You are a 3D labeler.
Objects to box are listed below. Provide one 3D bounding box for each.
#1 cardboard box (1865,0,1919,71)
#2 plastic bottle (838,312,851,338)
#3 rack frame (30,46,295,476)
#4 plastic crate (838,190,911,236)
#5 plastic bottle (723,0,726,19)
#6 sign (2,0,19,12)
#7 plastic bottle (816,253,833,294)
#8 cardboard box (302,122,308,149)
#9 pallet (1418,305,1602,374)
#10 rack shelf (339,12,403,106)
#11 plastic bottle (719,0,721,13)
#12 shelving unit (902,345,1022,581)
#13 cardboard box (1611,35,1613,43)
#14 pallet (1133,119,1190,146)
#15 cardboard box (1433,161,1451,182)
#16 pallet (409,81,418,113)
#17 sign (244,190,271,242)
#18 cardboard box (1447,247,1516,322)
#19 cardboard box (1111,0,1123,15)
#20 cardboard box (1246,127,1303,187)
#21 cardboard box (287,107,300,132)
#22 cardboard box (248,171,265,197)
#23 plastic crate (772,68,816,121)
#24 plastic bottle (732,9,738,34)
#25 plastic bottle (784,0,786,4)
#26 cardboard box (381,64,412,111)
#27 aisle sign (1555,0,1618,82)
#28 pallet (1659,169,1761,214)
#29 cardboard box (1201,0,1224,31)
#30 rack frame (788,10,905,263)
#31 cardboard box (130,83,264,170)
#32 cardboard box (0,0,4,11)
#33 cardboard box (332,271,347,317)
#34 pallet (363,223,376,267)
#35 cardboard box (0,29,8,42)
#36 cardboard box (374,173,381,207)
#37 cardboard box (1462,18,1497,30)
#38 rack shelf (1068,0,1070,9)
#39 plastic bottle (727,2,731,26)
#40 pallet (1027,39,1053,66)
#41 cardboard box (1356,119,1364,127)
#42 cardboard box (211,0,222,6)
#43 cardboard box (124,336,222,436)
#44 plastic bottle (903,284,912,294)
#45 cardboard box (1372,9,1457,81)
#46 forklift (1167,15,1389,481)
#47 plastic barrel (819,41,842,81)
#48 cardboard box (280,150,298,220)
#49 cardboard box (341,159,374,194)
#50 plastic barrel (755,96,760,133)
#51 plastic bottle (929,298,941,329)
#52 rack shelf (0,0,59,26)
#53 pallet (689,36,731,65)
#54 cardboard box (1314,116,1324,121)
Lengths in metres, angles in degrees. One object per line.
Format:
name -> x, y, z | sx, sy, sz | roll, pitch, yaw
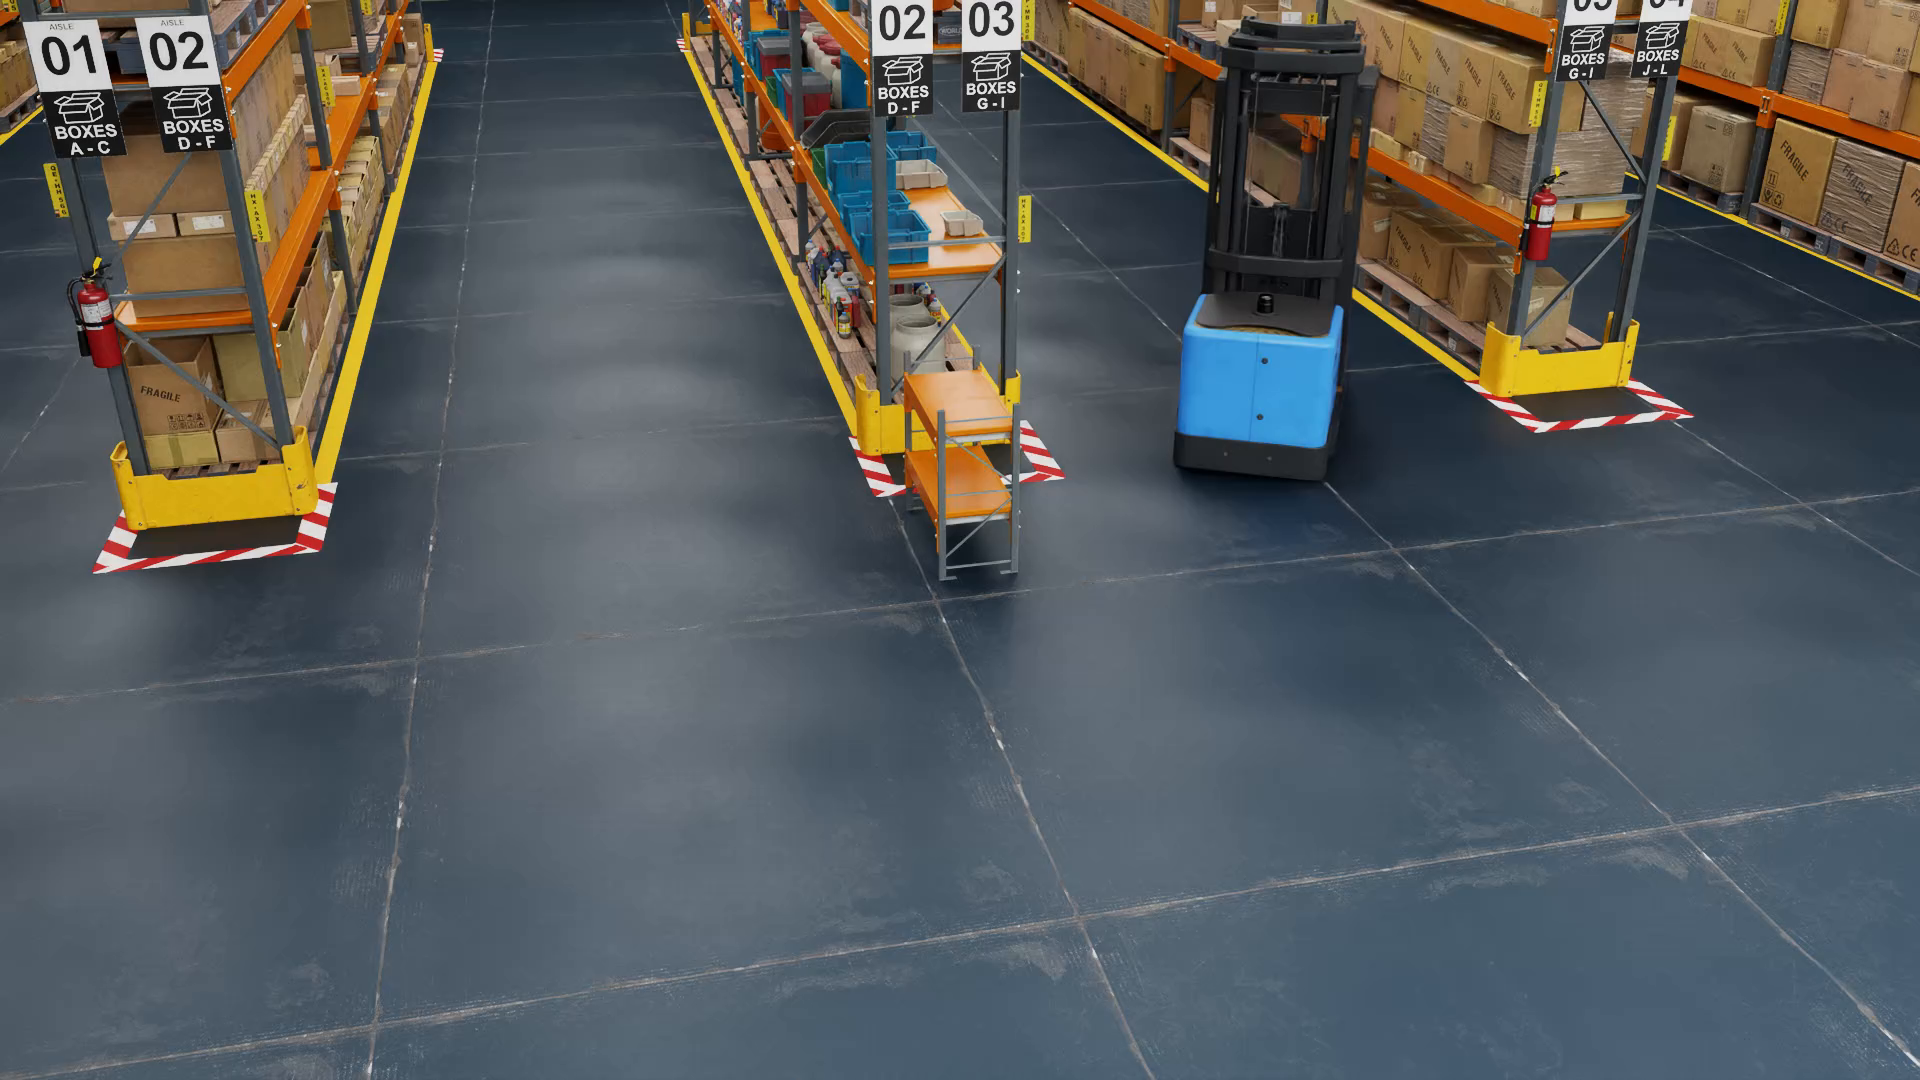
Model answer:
cardboard box -> 8.957, -4.665, 15.298 | 0.875, 0.550, 0.550 | -6, 27, -12
plastic bottle -> -0.938, -1.752, 13.510 | 0.097, 0.201, 0.097 | 0, 27, 0
rack frame -> -4.923, -1.542, 10.477 | 1.000, 3.000, 0.127 | -6, 27, -12
plastic crate -> -0.642, -2.452, 12.444 | 0.499, 0.251, 0.408 | -6, 27, -12
plastic bottle -> -2.859, -6.608, 20.650 | 0.152, 0.276, 0.135 | -6, 27, -12
sign -> -5.455, -3.192, 9.522 | 0.100, 0.325, 0.005 | -6, 27, -12
plastic bottle -> -1.178, -2.334, 14.497 | 0.144, 0.351, 0.185 | -7, 28, -14
cardboard box -> -5.978, -3.443, 14.409 | 0.500, 0.250, 0.500 | -4, 27, -8
pallet -> 4.563, -1.695, 13.874 | 1.003, 0.211, 1.213 | -6, 27, -12
rack shelf -> -7.177, -5.611, 19.336 | 1.077, 0.370, 4.000 | -6, 27, -12
plastic bottle -> -2.985, -6.854, 21.137 | 0.152, 0.276, 0.135 | -6, 27, -12
shelving unit -> -0.002, -0.505, 10.502 | 0.538, 1.125, 1.048 | -6, 27, -12
cardboard box -> 7.737, -6.115, 19.425 | 0.500, 0.500, 0.500 | -6, 27, -12
pallet -> 2.822, -5.167, 20.754 | 1.003, 0.211, 1.213 | -6, 27, -12
cardboard box -> 4.166, -3.086, 13.813 | 0.380, 0.149, 0.250 | -6, 27, -12
pallet -> -7.782, -5.867, 22.140 | 1.003, 0.211, 1.213 | -6, 27, -12
sign -> -4.381, -2.018, 10.370 | 0.100, 0.325, 0.005 | -6, 27, -12
cardboard box -> 4.436, -2.153, 13.994 | 0.500, 0.500, 0.500 | 1, 27, 2
cardboard box -> 2.233, -6.965, 21.110 | 0.500, 0.500, 0.500 | -5, 27, -11
cardboard box -> 3.494, -4.112, 17.853 | 0.700, 0.500, 0.500 | -8, 28, -16
cardboard box -> -5.440, -3.311, 13.151 | 0.380, 0.149, 0.250 | -7, 28, -13
cardboard box -> -4.974, -2.407, 11.359 | 0.380, 0.149, 0.250 | -6, 27, -12
plastic crate -> -1.550, -4.245, 15.849 | 0.392, 0.384, 0.575 | -6, 27, -12
plastic bottle -> -2.664, -6.140, 19.714 | 0.061, 0.283, 0.133 | -6, 27, -12
plastic bottle -> -2.119, -6.573, 20.582 | 0.152, 0.276, 0.135 | -6, 27, -12
cardboard box -> -7.237, -5.703, 21.006 | 0.500, 0.500, 0.500 | -6, 27, -12
aisle sign -> 4.451, -3.649, 11.766 | 0.394, 0.787, 0.004 | -6, 27, -12
pallet -> 8.435, -3.848, 18.140 | 1.003, 0.211, 1.213 | -6, 27, -12
cardboard box -> 3.087, -6.058, 18.846 | 0.500, 0.500, 0.500 | -9, 28, -18
rack frame -> -0.998, -3.800, 14.949 | 1.000, 3.000, 0.127 | -6, 27, -12
cardboard box -> -5.266, -2.847, 11.511 | 0.700, 0.500, 0.500 | -6, 27, -11
cardboard box -> -12.719, -7.000, 20.957 | 0.980, 0.700, 0.700 | -7, 28, -13
cardboard box -> -5.507, -2.077, 14.121 | 0.500, 0.250, 0.500 | -6, 27, -12
pallet -> -6.307, -2.909, 16.280 | 1.003, 0.211, 1.213 | -6, 27, -12
cardboard box -> -13.152, -6.828, 22.537 | 0.380, 0.149, 0.250 | -6, 27, -11
cardboard box -> -6.251, -3.582, 17.103 | 0.500, 0.250, 0.500 | -6, 27, -12
cardboard box -> 4.532, -4.098, 13.989 | 0.500, 0.500, 0.500 | -6, 27, -12
rack shelf -> 1.574, -8.371, 24.805 | 1.077, 0.370, 4.000 | -6, 27, -12
plastic bottle -> -2.786, -6.408, 20.259 | 0.097, 0.271, 0.097 | 0, 27, 0
pallet -> 1.651, -7.448, 25.272 | 1.003, 0.211, 1.213 | -6, 27, -12
cardboard box -> 3.947, -4.053, 15.010 | 0.875, 0.500, 0.500 | -6, 27, -12
cardboard box -> -5.017, -3.554, 10.790 | 0.380, 0.149, 0.250 | -6, 27, -12
cardboard box -> -5.334, -1.042, 11.239 | 0.500, 0.500, 0.500 | -6, 27, -12
plastic bottle -> -0.423, -2.229, 14.371 | 0.152, 0.276, 0.135 | -5, 27, -11
cardboard box -> 3.907, -4.264, 14.318 | 0.500, 0.500, 0.500 | -6, 27, -12
forklift -> 2.422, -2.354, 12.161 | 1.130, 2.935, 3.031 | 9, 28, 17
plastic barrel -> -1.165, -4.625, 16.433 | 0.433, 0.535, 0.433 | 0, 27, 0
cardboard box -> -5.484, -2.697, 12.654 | 0.700, 0.500, 0.500 | -6, 27, -11
cardboard box -> -6.134, -3.610, 16.537 | 0.500, 0.311, 0.500 | -6, 27, -12
plastic barrel -> -2.241, -5.084, 19.789 | 0.421, 0.512, 0.421 | 0, 27, 0
plastic bottle -> -0.202, -1.850, 13.625 | 0.097, 0.271, 0.097 | 0, 27, 0
rack shelf -> -12.904, -6.862, 21.815 | 1.077, 0.370, 4.000 | -6, 27, -12
pallet -> -3.554, -7.457, 25.289 | 1.003, 0.211, 1.213 | -6, 27, -12
cardboard box -> 3.583, -4.065, 15.754 | 0.380, 0.149, 0.250 | -6, 27, -12
